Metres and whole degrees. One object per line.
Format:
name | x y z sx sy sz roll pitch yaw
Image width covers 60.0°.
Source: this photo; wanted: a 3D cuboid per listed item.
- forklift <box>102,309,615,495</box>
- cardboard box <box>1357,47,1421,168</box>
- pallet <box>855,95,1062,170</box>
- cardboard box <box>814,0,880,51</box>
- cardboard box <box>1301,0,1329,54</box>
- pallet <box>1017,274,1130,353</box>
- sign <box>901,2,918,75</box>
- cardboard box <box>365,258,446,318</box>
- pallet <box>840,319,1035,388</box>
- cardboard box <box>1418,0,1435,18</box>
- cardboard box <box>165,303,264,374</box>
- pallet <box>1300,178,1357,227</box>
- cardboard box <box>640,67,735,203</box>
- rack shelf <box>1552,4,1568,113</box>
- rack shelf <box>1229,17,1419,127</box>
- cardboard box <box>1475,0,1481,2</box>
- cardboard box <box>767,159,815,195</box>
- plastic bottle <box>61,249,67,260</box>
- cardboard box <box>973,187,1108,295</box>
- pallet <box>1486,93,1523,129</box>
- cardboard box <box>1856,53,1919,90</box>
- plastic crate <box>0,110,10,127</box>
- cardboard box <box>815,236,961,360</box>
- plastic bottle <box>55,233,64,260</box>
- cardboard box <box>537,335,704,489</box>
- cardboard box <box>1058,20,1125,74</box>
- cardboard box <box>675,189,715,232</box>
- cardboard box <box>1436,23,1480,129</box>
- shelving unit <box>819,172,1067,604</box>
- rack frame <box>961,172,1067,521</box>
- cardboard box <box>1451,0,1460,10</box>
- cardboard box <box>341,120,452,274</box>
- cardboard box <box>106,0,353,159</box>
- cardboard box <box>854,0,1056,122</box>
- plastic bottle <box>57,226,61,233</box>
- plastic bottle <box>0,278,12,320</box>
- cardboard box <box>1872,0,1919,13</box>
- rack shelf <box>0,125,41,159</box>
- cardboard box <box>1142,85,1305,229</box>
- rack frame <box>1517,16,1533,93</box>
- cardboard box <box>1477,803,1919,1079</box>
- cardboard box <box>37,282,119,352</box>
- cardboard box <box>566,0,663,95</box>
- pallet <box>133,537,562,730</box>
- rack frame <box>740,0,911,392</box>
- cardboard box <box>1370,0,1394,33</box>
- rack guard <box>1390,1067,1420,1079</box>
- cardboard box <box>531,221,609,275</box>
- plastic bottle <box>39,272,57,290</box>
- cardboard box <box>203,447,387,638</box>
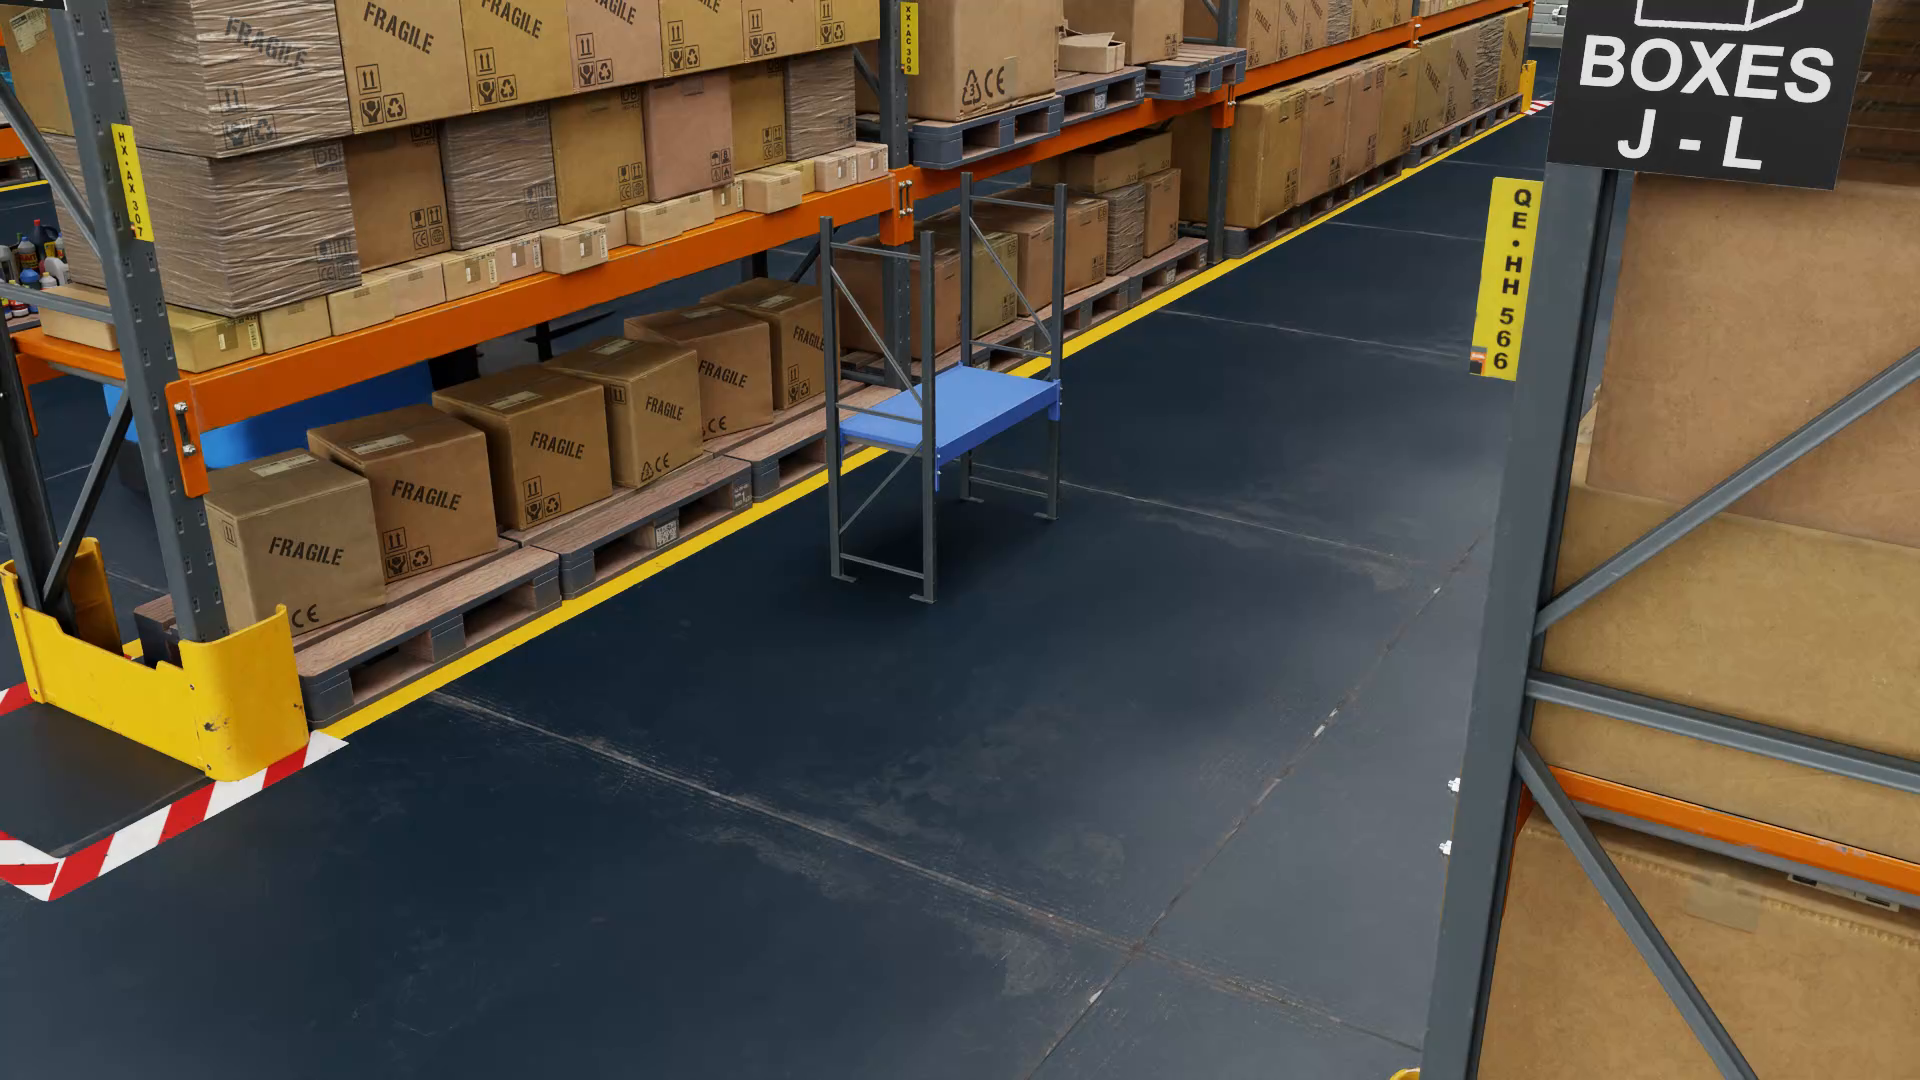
forklift | -2.652 -1.934 8.029 1.130 2.935 3.031 15 28 31
cardboard box | 3.193 -3.780 14.351 1.225 0.875 0.875 14 27 29
pallet | -0.180 -2.221 8.847 1.003 0.211 1.213 14 27 29
cardboard box | -0.710 -2.514 7.522 0.500 0.500 0.500 14 27 29
cardboard box | 2.428 -3.933 12.434 0.500 0.500 0.500 13 27 28
pallet | 0.346 -1.479 10.400 1.003 0.211 1.213 14 27 29
sign | -0.241 -2.368 7.855 0.100 0.325 0.005 14 27 29
cardboard box | -2.057 -0.913 5.900 0.380 0.149 0.250 14 27 29
pallet | -0.297 -1.065 9.445 1.003 0.211 1.213 14 27 29
cardboard box | 3.952 -4.697 14.640 0.380 0.149 0.250 14 27 29
cardboard box | -2.464 -0.663 5.322 0.380 0.149 0.250 14 27 29
pallet | 2.528 -2.813 13.482 1.003 0.211 1.213 14 27 29
cardboard box | -1.468 -1.774 7.072 0.875 0.500 0.500 14 27 29
rack shelf | 2.399 -1.380 3.791 1.077 0.370 4.000 14 27 29
rack shelf | 2.458 -3.777 13.104 1.077 0.370 4.000 14 27 29
cardboard box | 4.773 -5.223 15.856 0.380 0.149 0.250 13 27 27
cardboard box | -0.893 -1.678 7.667 0.380 0.149 0.250 14 27 29
plastic bottle | -5.381 -1.636 10.120 0.061 0.283 0.133 14 27 29
cardboard box | 0.492 -1.874 10.395 0.700 0.500 0.500 16 28 33
pallet | 5.268 -4.566 17.532 1.003 0.211 1.213 14 27 29
cardboard box | 2.195 -0.705 3.556 0.875 0.550 0.550 14 27 29
plastic crate | -5.556 -2.398 9.345 0.530 0.136 0.437 14 27 29
cardboard box | -0.364 -1.339 9.161 0.700 0.500 0.500 12 26 25
plastic bottle | -5.667 -1.810 10.536 0.097 0.271 0.097 0 23 0
cardboard box | -1.508 -0.580 7.432 0.500 0.500 0.500 11 26 24
cardboard box | 0.753 -2.944 9.915 0.396 0.266 0.258 13 27 27
cardboard box | -1.272 -1.421 7.073 0.380 0.149 0.250 14 27 29
cardboard box | 4.404 -4.509 16.037 0.875 0.875 0.875 14 27 29
shelving unit | -0.045 -0.659 6.886 0.538 1.500 1.048 14 27 29
rack frame | 0.223 -0.831 7.282 0.500 1.500 0.032 14 27 29
cardboard box | 4.366 -4.964 15.257 0.380 0.149 0.250 13 27 28
cardboard box | -2.341 -1.288 5.949 0.875 0.500 0.500 14 27 29
cardboard box | -2.295 -1.502 5.184 0.500 0.500 0.500 14 27 29
cardboard box | -0.168 -2.789 8.633 1.000 1.000 1.000 14 27 29
plastic bottle | -5.693 -1.921 10.692 0.144 0.351 0.185 15 27 30
plastic bottle | -5.570 -1.416 9.625 0.097 0.271 0.097 0 23 0
cardboard box | 3.039 -1.245 4.803 0.875 0.550 0.550 14 27 29
rack shelf | -5.969 -2.115 9.265 1.077 0.370 4.000 14 27 29
cardboard box | 1.785 -2.878 12.269 1.225 0.875 0.875 12 26 27
rack frame | 5.623 -6.132 17.639 1.000 3.000 0.127 14 27 29
cardboard box | 1.646 0.881 3.585 0.875 0.875 0.875 14 27 29
cardboard box | -2.841 -0.756 5.537 0.380 0.149 0.250 14 27 29
cardboard box | -1.504 -2.008 6.354 0.500 0.500 0.500 14 27 29
pallet | -2.318 0.255 6.394 1.003 0.211 1.213 14 27 29
rack frame | -0.706 -2.082 8.284 1.000 3.000 0.127 14 27 29
cardboard box | 3.232 -4.447 13.622 0.500 0.500 0.500 15 27 31
rack guard | 1.331 1.497 3.163 1.175 0.500 0.348 14 27 29
cardboard box | -1.590 -1.149 6.444 0.380 0.149 0.250 14 27 29
plastic bottle | -5.409 -1.486 9.877 0.097 0.201 0.097 0 23 0
cardboard box | -2.473 0.015 6.057 0.500 0.500 0.500 20 30 38
